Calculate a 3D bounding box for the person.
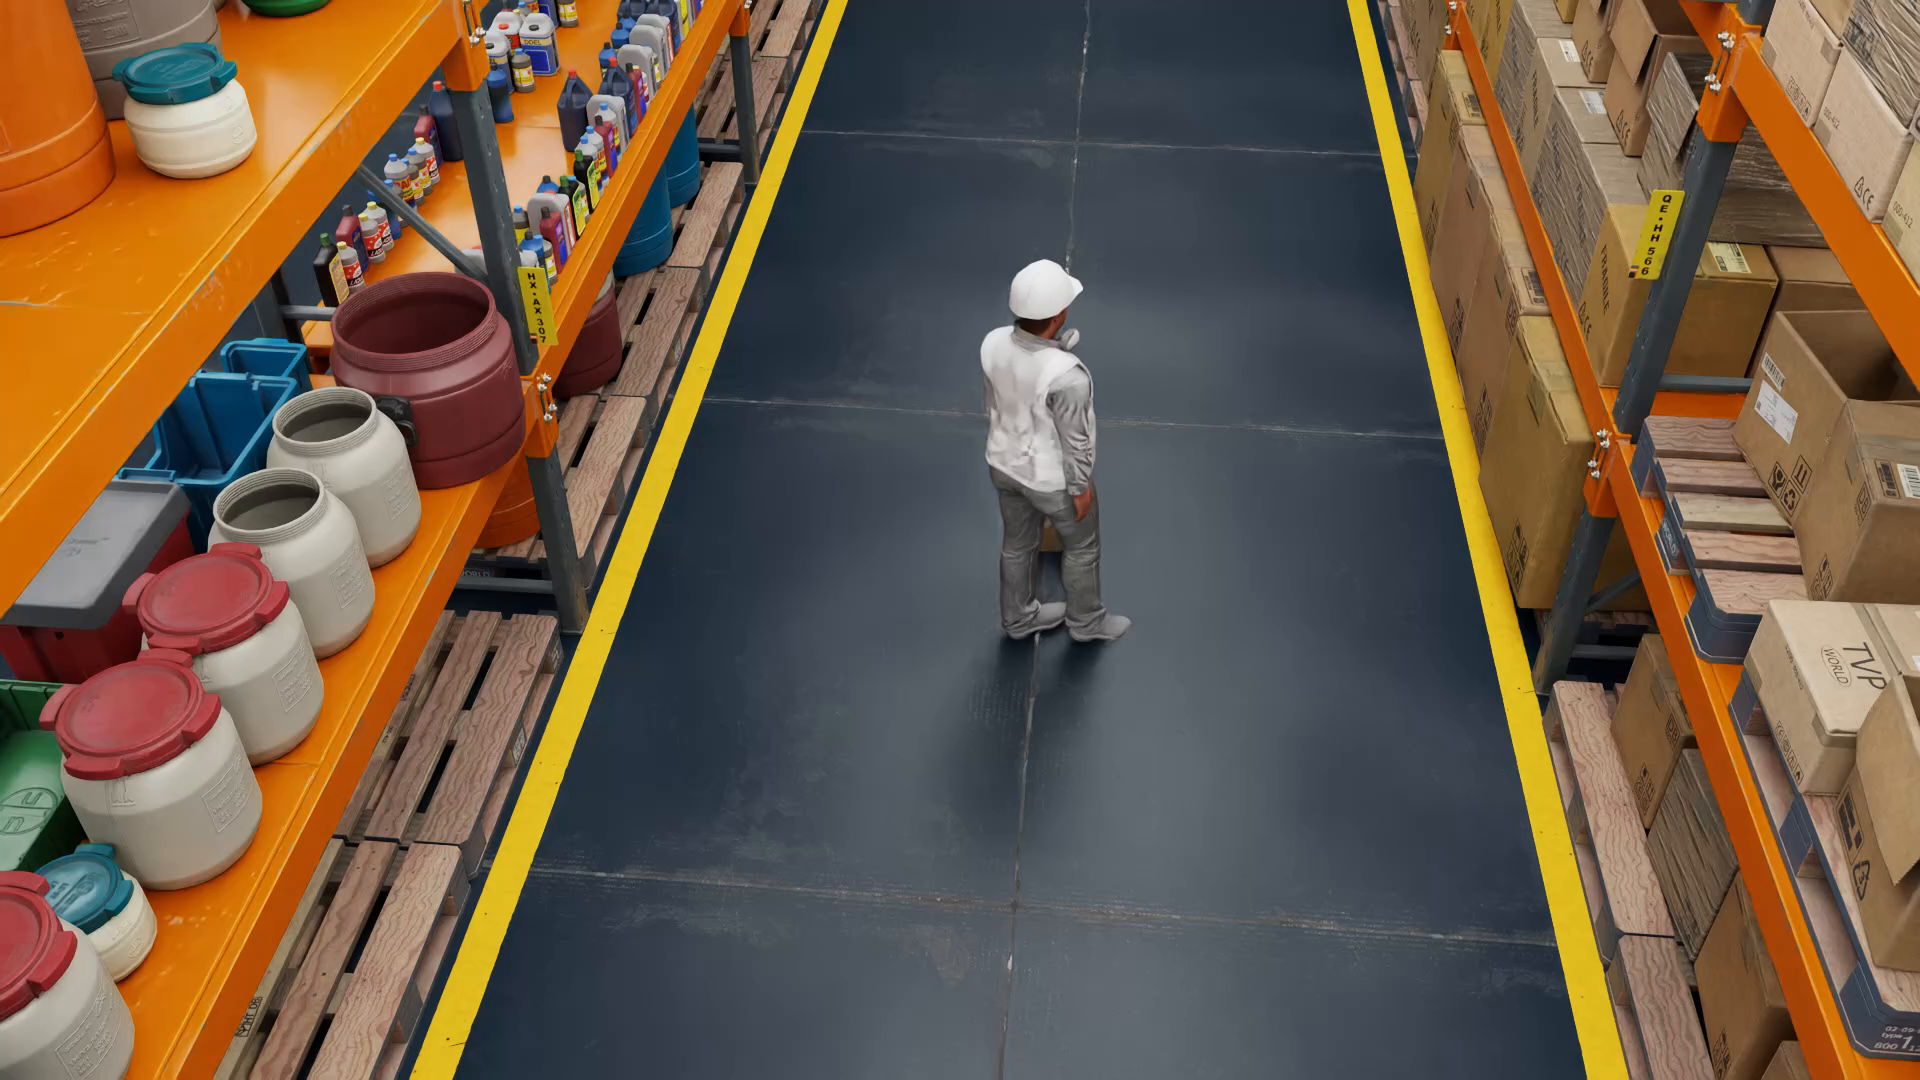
[{"bbox_3d":[0.374,-0.321,6.532,0.568,1.803,0.505,31,49,32],"label":"person"}]
